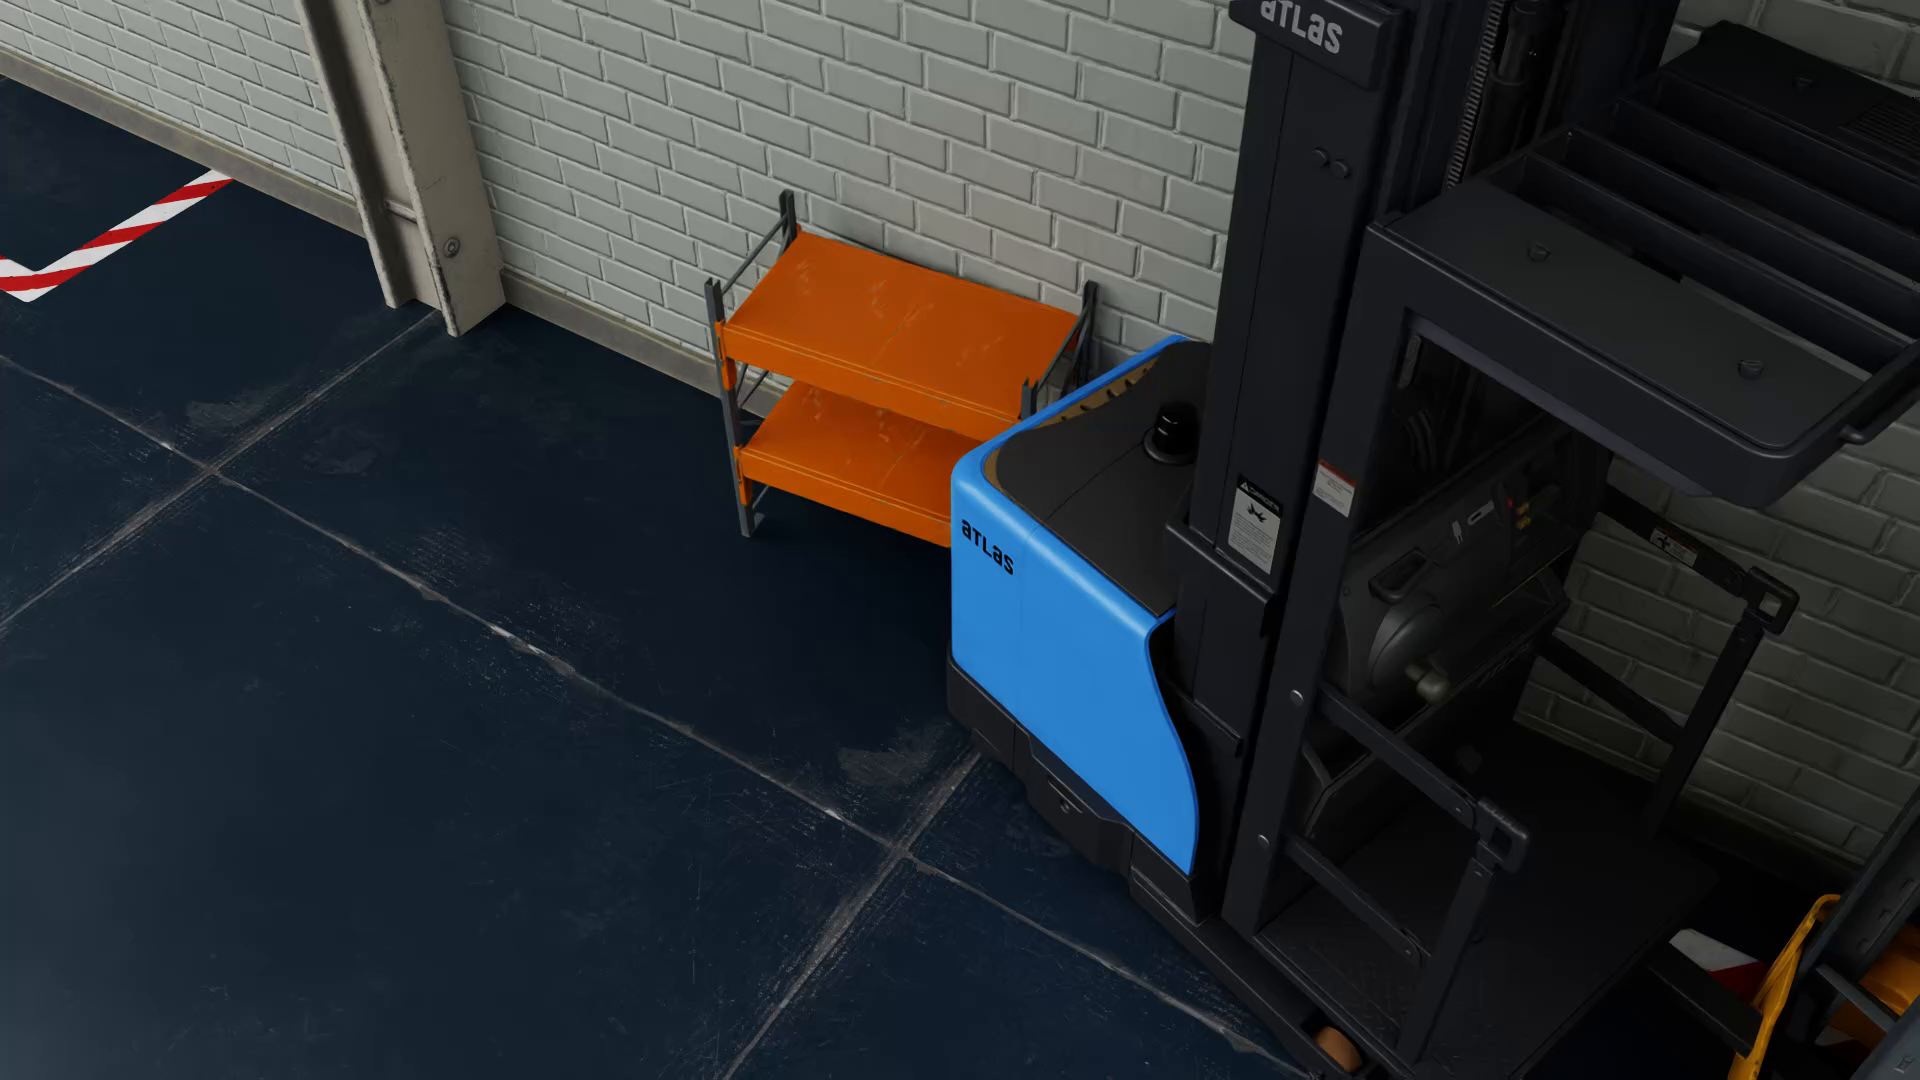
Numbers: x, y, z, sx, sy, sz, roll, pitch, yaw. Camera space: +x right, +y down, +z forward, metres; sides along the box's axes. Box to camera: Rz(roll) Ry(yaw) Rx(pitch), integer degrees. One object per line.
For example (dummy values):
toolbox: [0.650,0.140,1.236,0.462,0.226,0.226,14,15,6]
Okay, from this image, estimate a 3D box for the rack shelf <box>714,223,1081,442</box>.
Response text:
rack shelf: [-0.173,-0.579,5.088,1.000,0.278,0.538,19,52,16]

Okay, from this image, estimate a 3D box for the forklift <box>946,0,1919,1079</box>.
forklift: [1.293,0.105,3.604,1.130,2.935,3.031,-31,53,-27]

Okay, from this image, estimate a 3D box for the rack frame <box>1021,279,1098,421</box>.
rack frame: [0.289,-0.227,5.172,0.032,1.125,0.500,19,52,16]

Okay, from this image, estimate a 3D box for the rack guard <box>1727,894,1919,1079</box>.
rack guard: [2.005,1.467,3.976,0.348,0.500,1.175,25,51,22]

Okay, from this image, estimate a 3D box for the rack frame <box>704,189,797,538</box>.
rack frame: [-0.635,-0.550,5.448,0.032,1.125,0.500,19,52,16]

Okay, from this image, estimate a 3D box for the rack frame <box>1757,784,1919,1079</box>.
rack frame: [1.941,0.566,3.108,0.127,3.000,1.000,25,51,22]

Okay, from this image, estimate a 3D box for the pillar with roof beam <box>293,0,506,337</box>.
pillar with roof beam: [-4.378,-1.500,0.933,0.400,9.000,9.100,25,51,22]

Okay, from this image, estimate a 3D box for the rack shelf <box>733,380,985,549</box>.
rack shelf: [-0.173,-0.230,5.496,1.000,0.278,0.538,19,52,16]

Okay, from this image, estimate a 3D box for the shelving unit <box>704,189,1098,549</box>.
shelving unit: [-0.173,-0.389,5.310,1.048,1.125,0.538,19,52,16]
